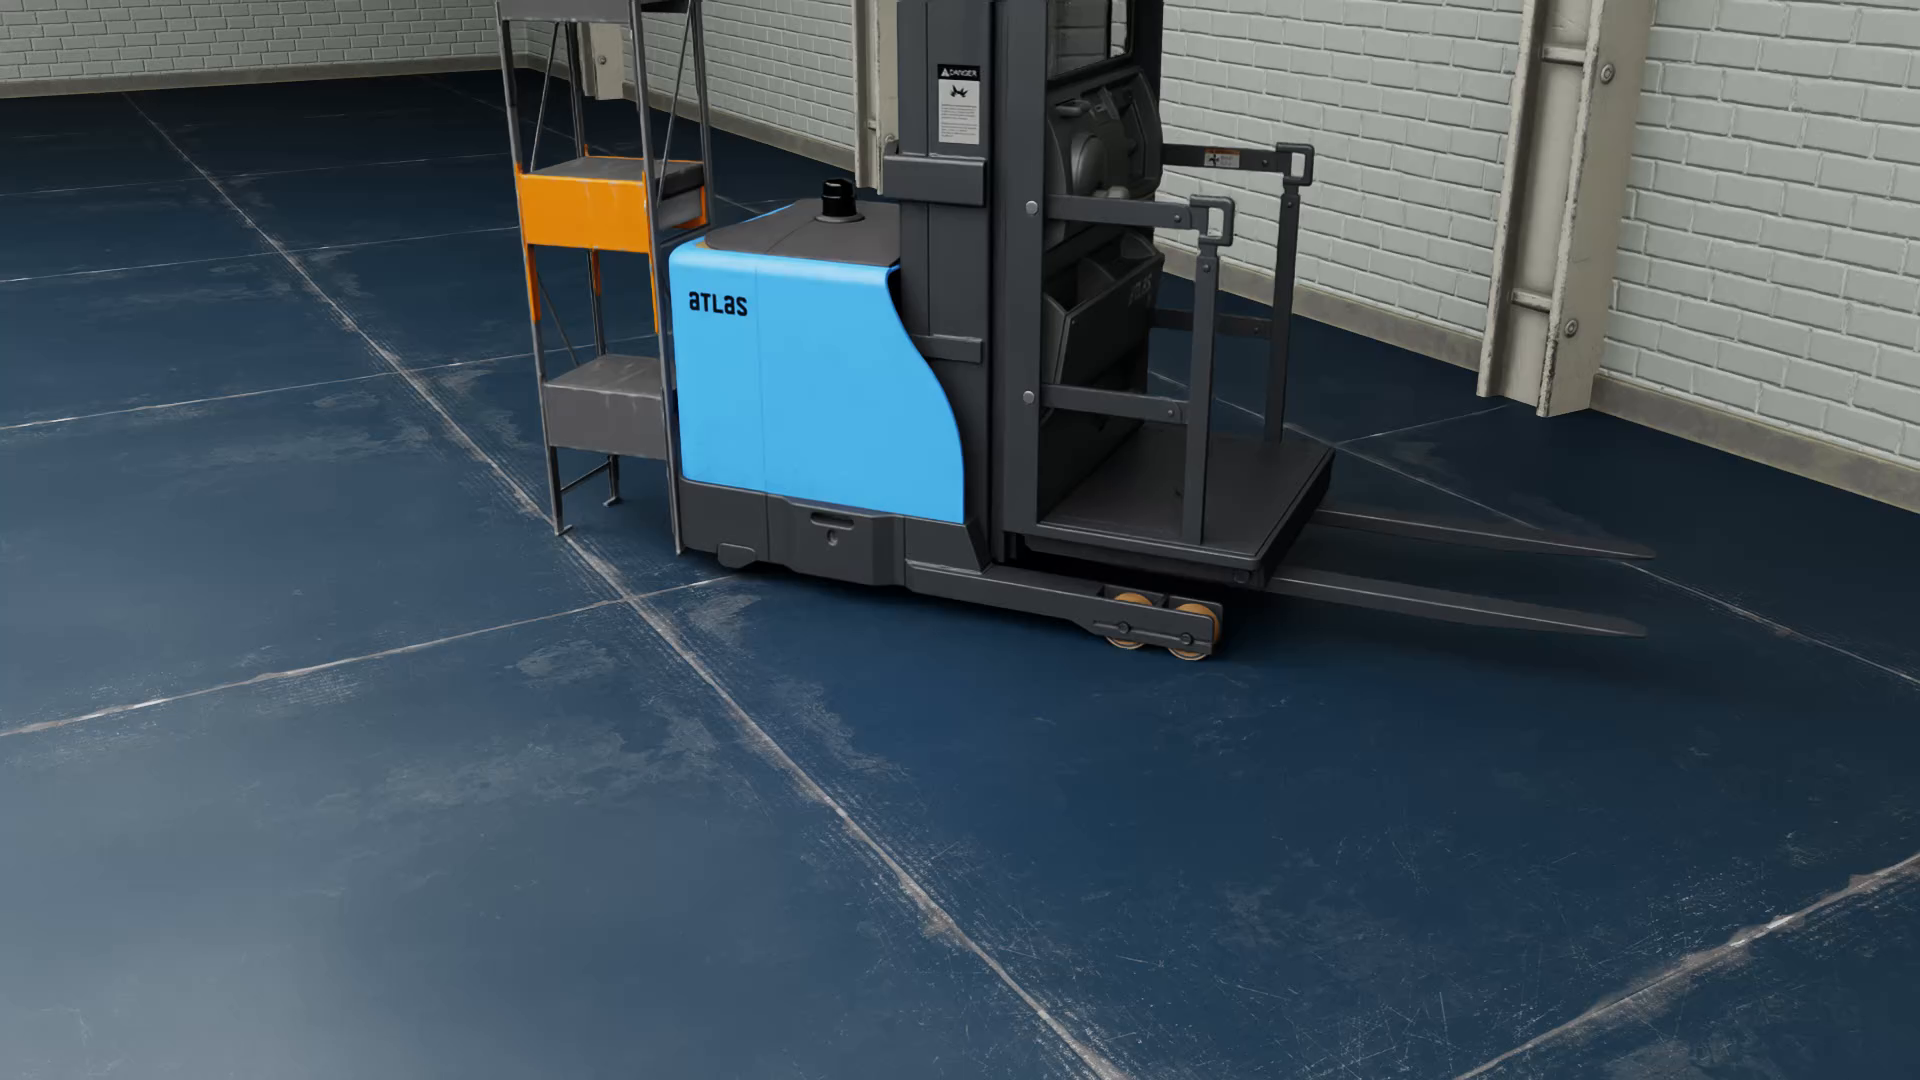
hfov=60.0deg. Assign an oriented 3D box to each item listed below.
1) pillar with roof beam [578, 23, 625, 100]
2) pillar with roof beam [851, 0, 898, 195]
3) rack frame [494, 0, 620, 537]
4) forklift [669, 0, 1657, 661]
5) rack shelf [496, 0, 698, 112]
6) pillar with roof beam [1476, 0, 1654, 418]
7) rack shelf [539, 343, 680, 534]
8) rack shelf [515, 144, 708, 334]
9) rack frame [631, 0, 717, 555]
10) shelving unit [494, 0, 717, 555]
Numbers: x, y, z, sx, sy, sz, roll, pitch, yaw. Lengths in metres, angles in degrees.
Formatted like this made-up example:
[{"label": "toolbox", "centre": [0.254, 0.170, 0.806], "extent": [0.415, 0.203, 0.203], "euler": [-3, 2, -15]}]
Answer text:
[{"label": "pillar with roof beam", "centre": [-7.302, -7.841, 13.151], "extent": [9.100, 9.000, 0.400], "euler": [-13, 25, -28]}, {"label": "pillar with roof beam", "centre": [-4.237, -5.898, 8.372], "extent": [9.100, 9.000, 0.400], "euler": [-13, 25, -28]}, {"label": "rack frame", "centre": [-1.357, -1.055, 5.612], "extent": [0.015, 2.100, 0.400], "euler": [8, 24, 20]}, {"label": "forklift", "centre": [0.628, -1.228, 4.939], "extent": [3.031, 2.935, 1.130], "euler": [9, 24, 22]}, {"label": "rack shelf", "centre": [-1.138, -1.659, 5.269], "extent": [0.480, 0.518, 0.431], "euler": [8, 24, 20]}, {"label": "pillar with roof beam", "centre": [-1.172, -3.956, 3.594], "extent": [9.100, 9.000, 0.400], "euler": [-13, 25, -28]}, {"label": "rack shelf", "centre": [-1.121, -0.364, 5.801], "extent": [0.480, 0.518, 0.431], "euler": [8, 24, 20]}, {"label": "rack shelf", "centre": [-1.129, -1.011, 5.535], "extent": [0.480, 0.518, 0.431], "euler": [8, 24, 20]}, {"label": "rack frame", "centre": [-0.902, -0.993, 5.447], "extent": [0.015, 2.100, 0.400], "euler": [8, 24, 20]}, {"label": "shelving unit", "centre": [-1.129, -1.024, 5.530], "extent": [0.503, 2.100, 0.431], "euler": [8, 24, 20]}]
